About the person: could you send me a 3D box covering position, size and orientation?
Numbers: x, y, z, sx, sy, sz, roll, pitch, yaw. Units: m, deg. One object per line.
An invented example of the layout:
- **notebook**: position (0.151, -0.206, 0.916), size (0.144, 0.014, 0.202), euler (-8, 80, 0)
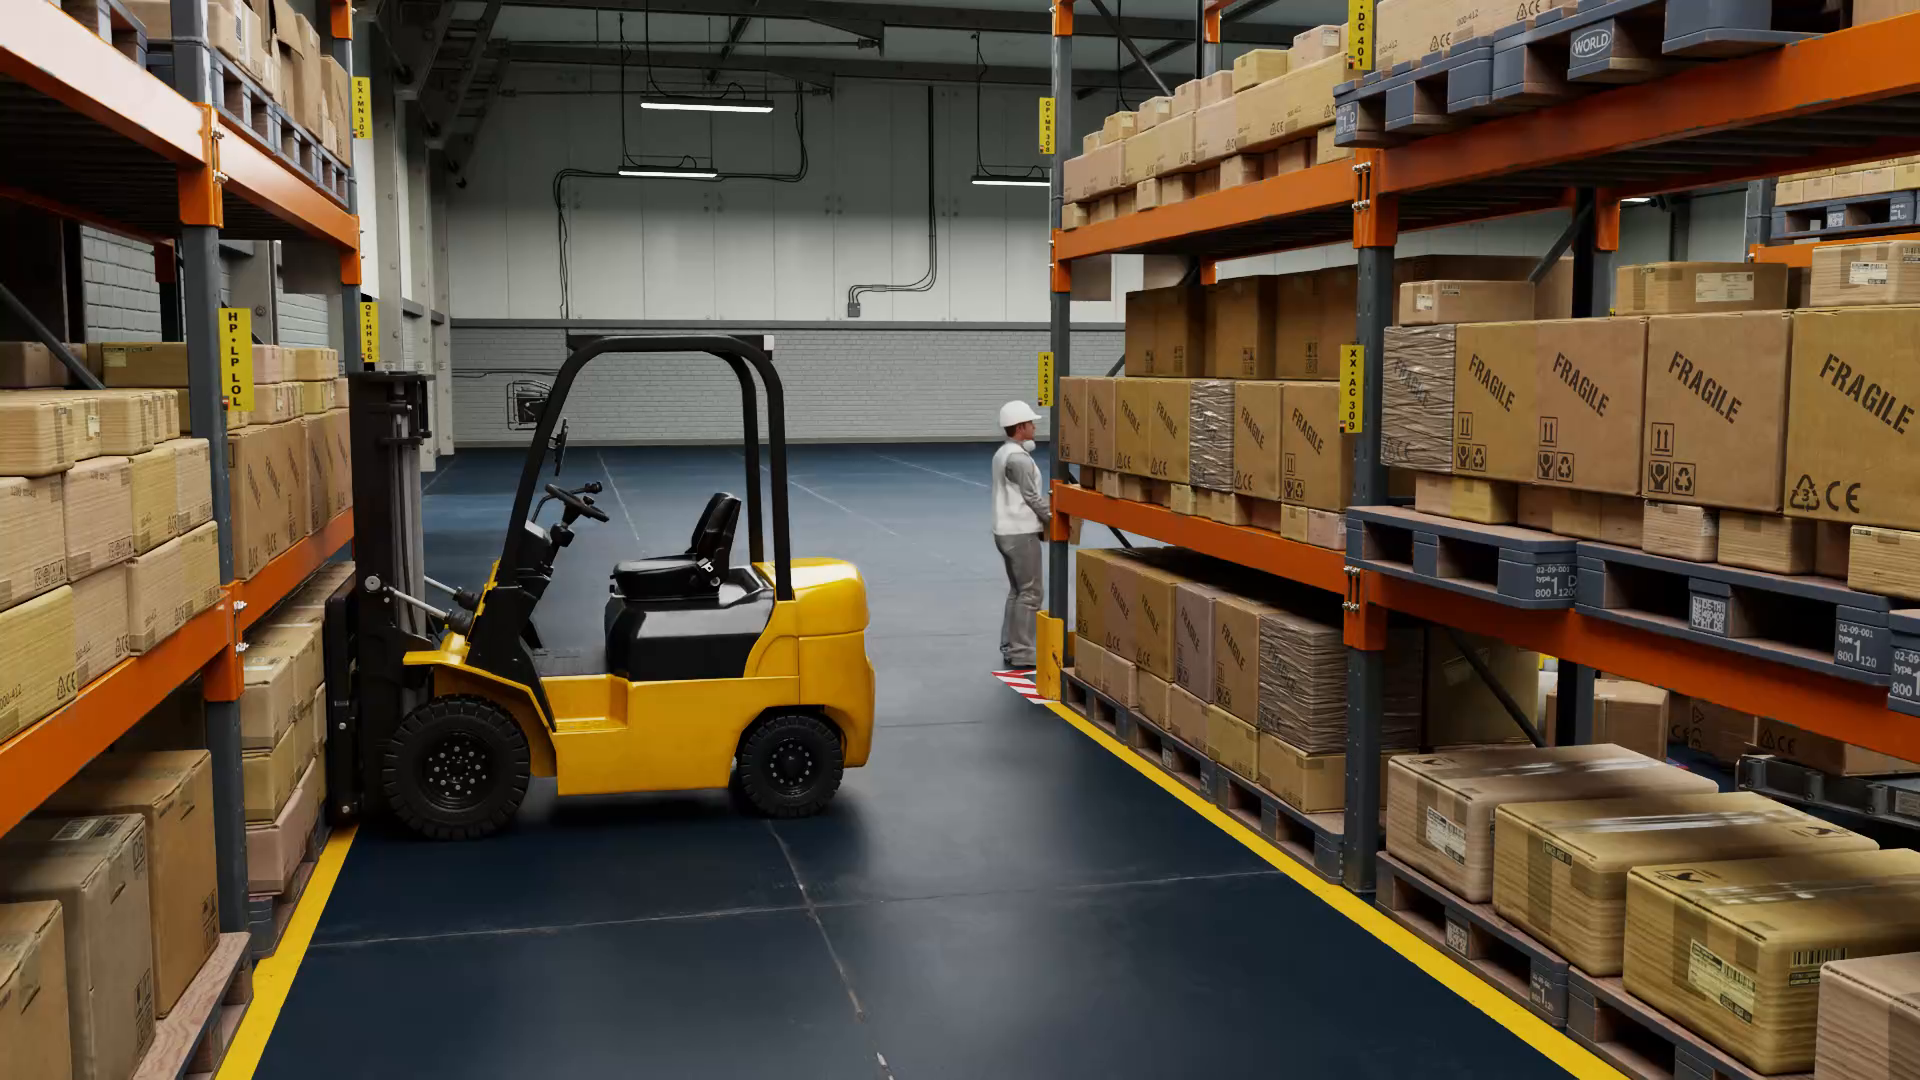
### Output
- **person**: position (0.478, -0.050, 11.261), size (0.529, 1.778, 0.528), euler (-1, 6, -9)
